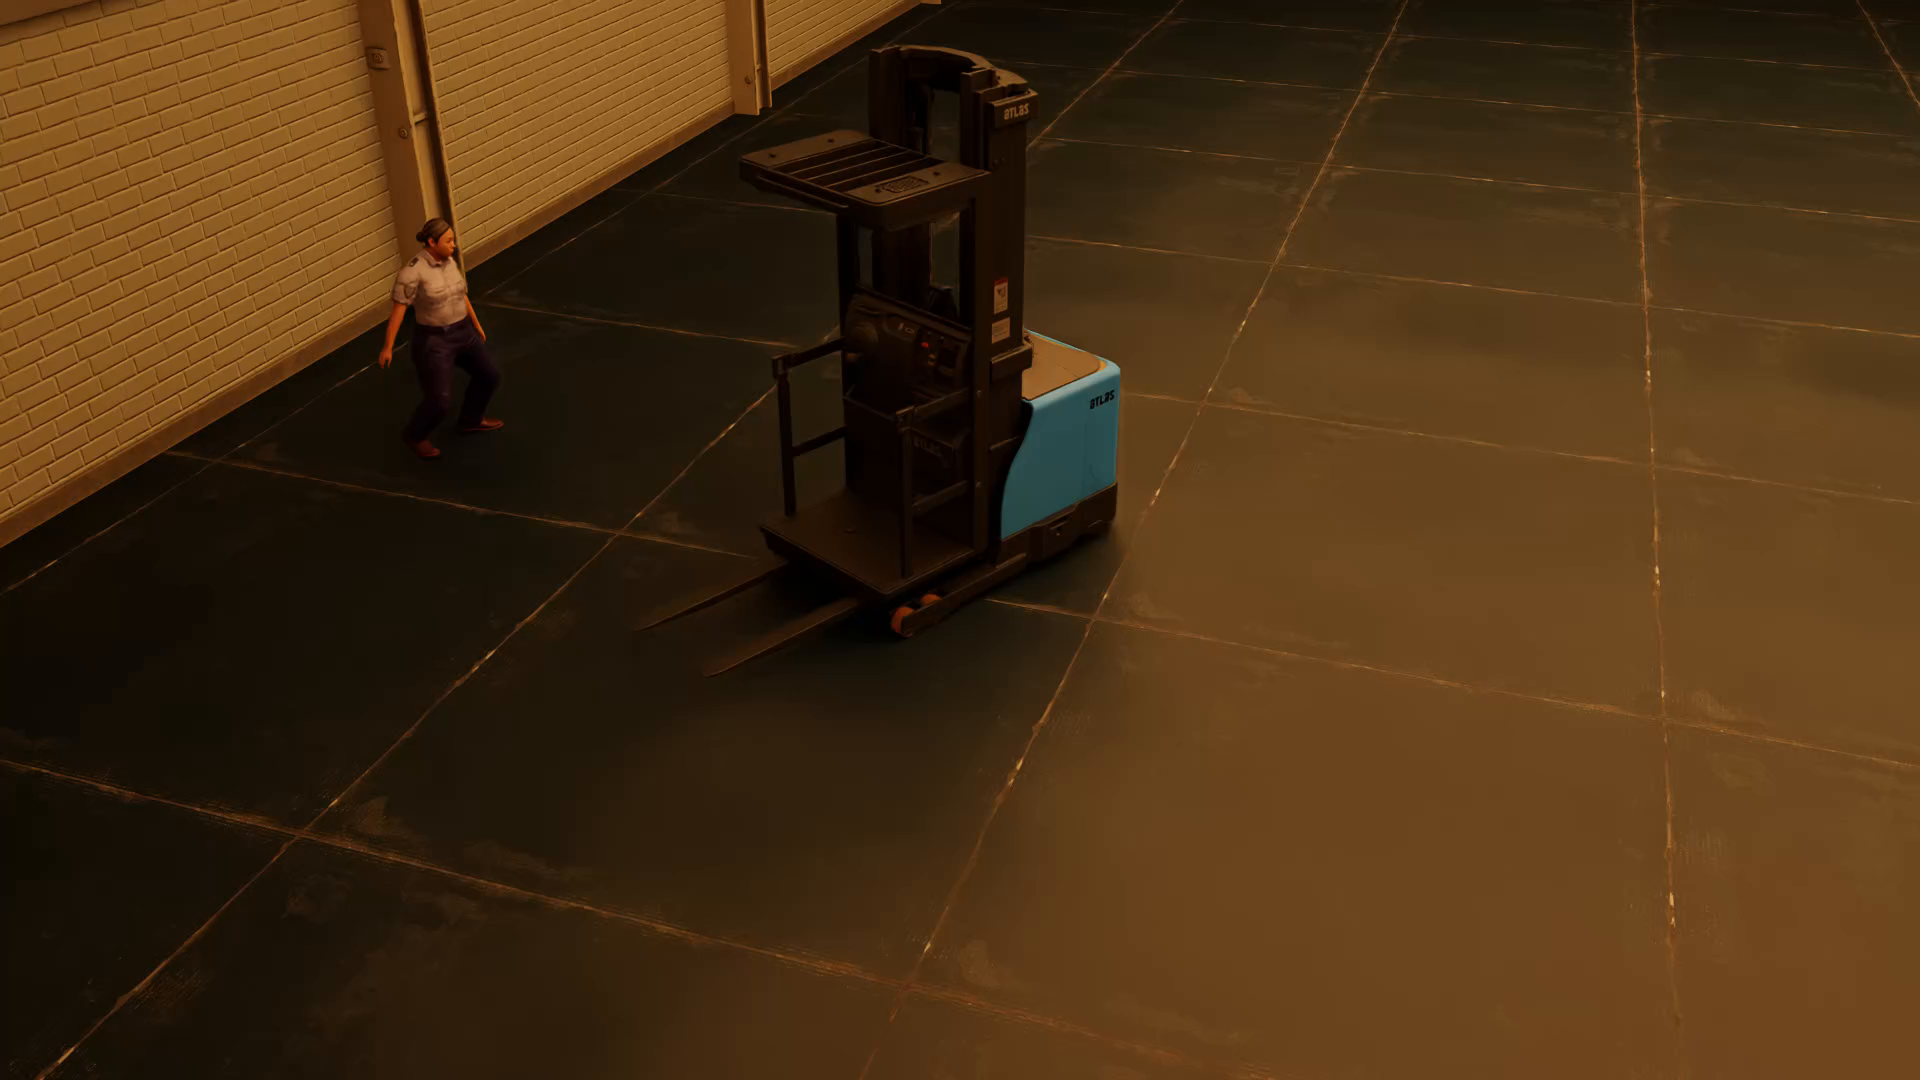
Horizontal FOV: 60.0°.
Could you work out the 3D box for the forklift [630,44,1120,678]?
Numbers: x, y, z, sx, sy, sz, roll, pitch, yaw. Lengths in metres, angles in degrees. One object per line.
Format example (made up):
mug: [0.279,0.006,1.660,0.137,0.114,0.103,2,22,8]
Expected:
forklift: [-0.446,-1.028,8.940,3.031,2.935,1.130,-26,39,-38]

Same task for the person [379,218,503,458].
person: [-3.427,-1.314,10.827,0.475,1.574,0.838,16,33,26]
